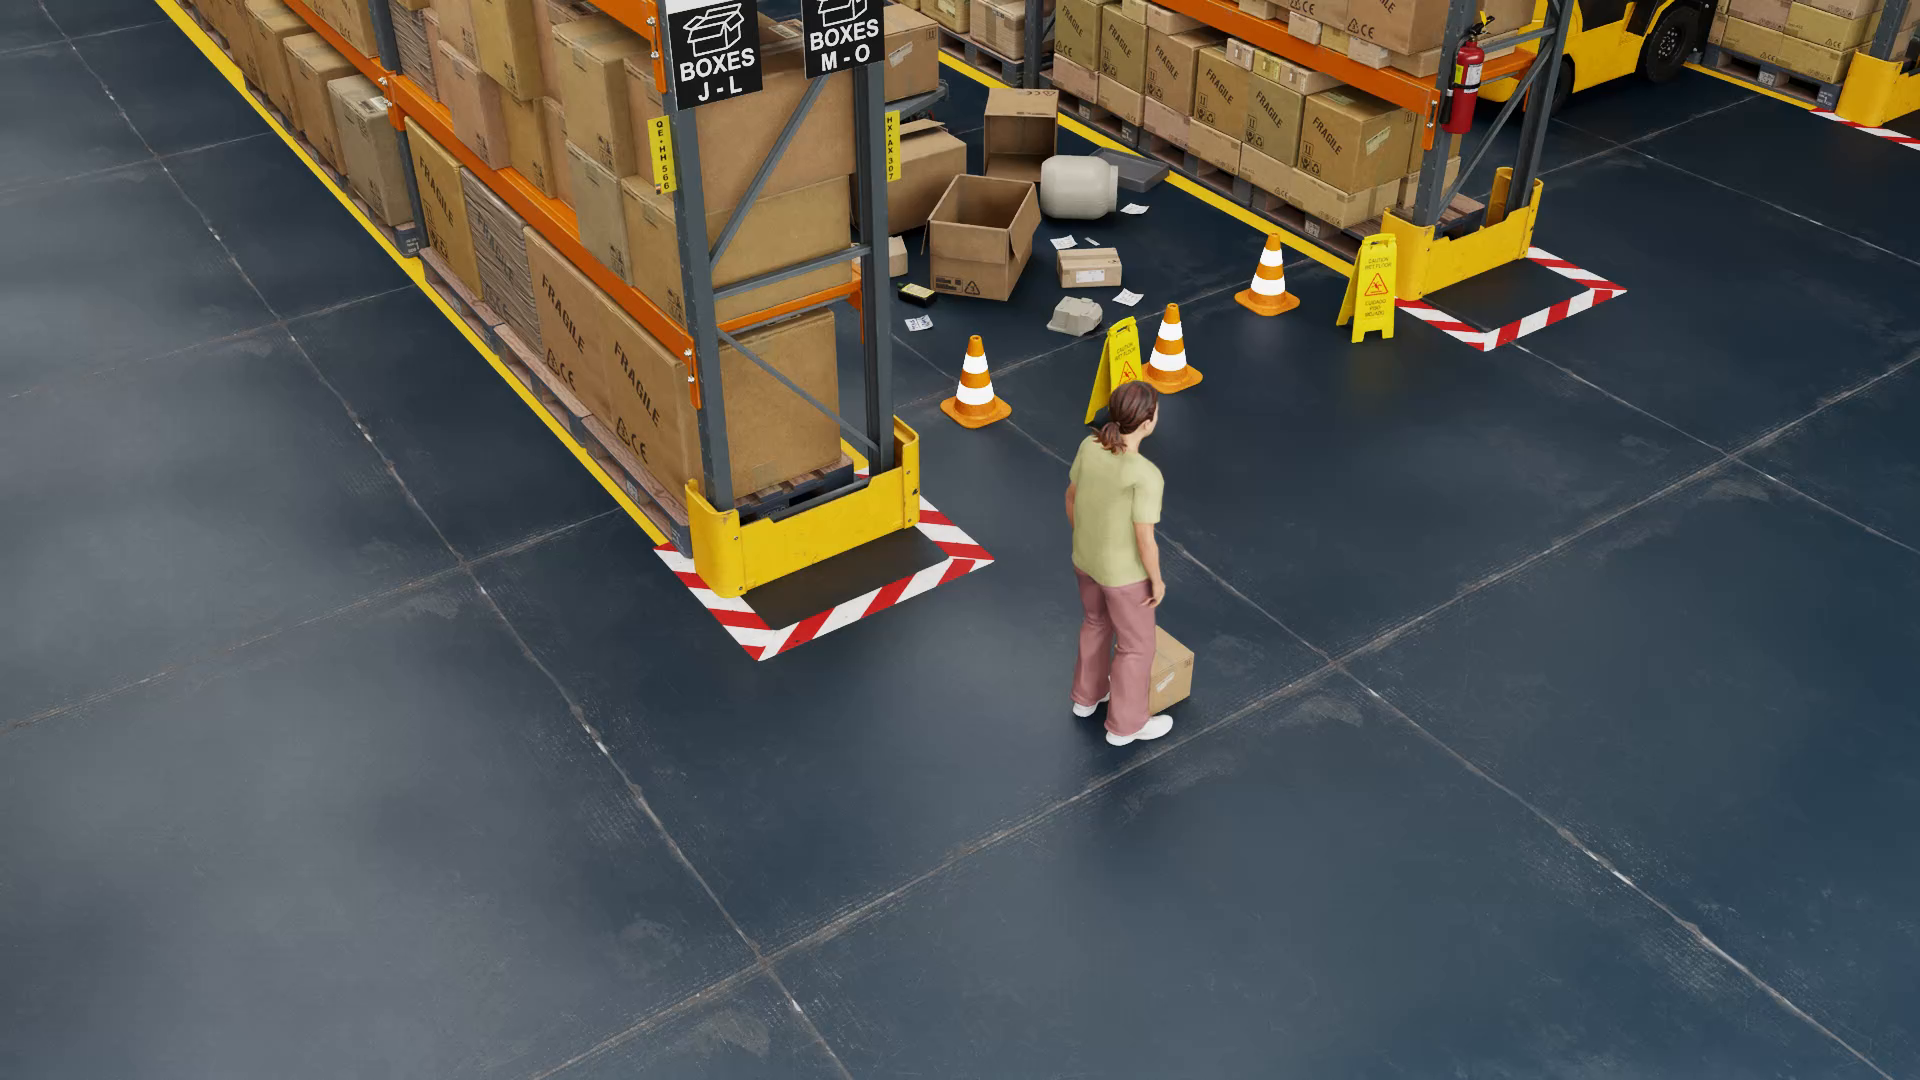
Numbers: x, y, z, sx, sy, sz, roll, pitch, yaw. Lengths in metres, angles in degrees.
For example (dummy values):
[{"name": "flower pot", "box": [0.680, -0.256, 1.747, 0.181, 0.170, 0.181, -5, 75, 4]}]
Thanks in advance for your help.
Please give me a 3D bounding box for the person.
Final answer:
[{"name": "person", "box": [0.657, 0.096, 6.873, 0.359, 1.672, 0.521, -25, 43, -30]}]
